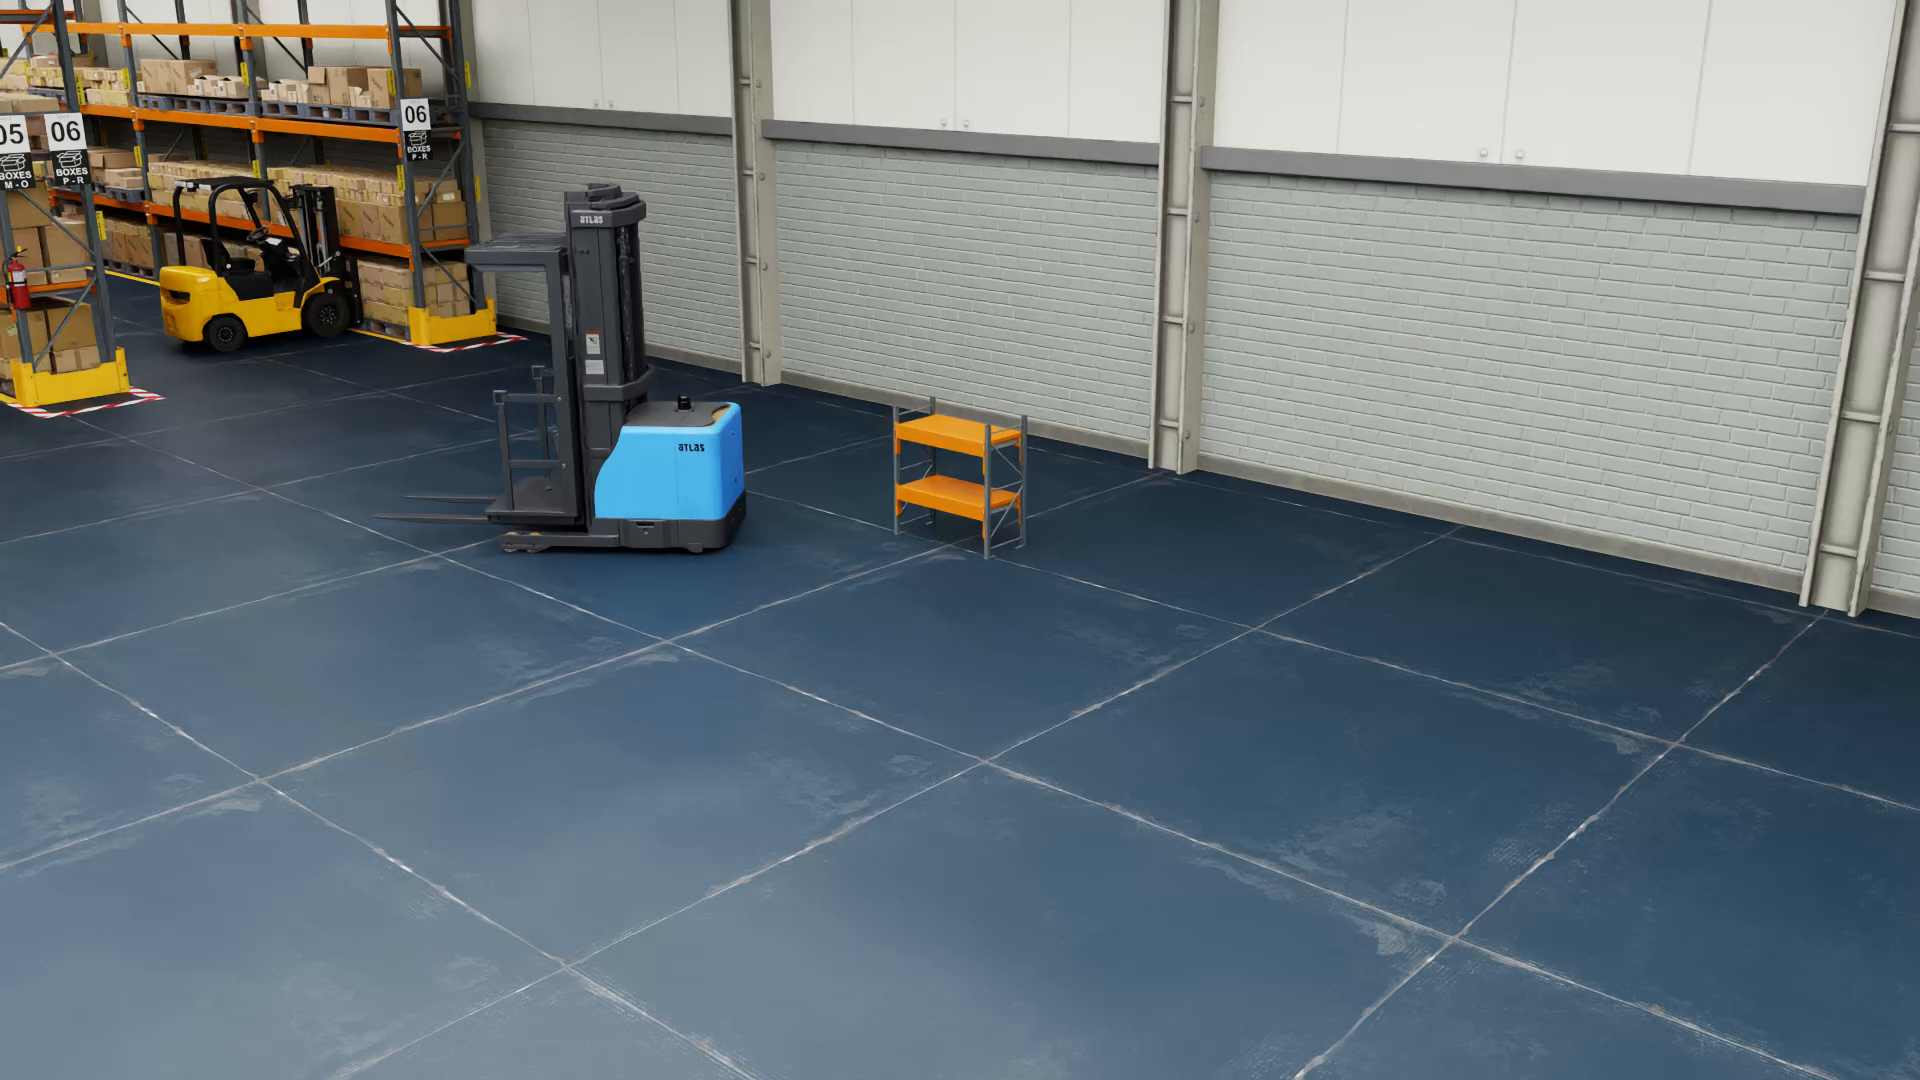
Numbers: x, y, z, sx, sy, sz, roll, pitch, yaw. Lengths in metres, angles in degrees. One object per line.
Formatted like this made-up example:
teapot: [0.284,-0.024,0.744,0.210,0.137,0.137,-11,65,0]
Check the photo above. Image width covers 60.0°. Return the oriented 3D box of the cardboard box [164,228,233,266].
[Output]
cardboard box: [-12.483,-4.749,27.349,0.625,0.625,0.875,16,24,41]

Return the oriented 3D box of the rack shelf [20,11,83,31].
rack shelf: [-17.428,-9.529,30.455,4.000,0.370,1.077,15,23,39]

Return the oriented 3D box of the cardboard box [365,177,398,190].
cardboard box: [-7.920,-4.881,22.805,0.250,0.149,0.380,15,23,40]

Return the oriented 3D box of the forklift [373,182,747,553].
forklift: [-3.409,-1.449,13.833,3.031,2.935,1.130,1,18,4]

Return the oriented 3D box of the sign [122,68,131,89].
sign: [-13.302,-7.363,26.540,0.005,0.325,0.100,15,23,39]

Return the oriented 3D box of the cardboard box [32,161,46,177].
cardboard box: [-16.475,-6.730,30.114,0.500,0.250,0.500,16,23,41]

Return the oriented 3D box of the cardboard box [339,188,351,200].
cardboard box: [-8.378,-4.818,23.097,0.250,0.149,0.380,15,23,40]

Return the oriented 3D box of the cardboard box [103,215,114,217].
cardboard box: [-15.006,-5.600,29.165,0.250,0.149,0.380,15,23,39]

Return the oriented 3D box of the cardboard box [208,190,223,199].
cardboard box: [-11.253,-5.419,25.650,0.500,0.250,0.500,16,23,40]

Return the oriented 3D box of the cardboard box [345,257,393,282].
cardboard box: [-8.278,-3.791,23.297,0.500,0.250,0.500,15,23,40]

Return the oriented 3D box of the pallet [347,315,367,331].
pallet: [-8.465,-3.263,24.044,1.213,0.211,1.003,15,23,39]

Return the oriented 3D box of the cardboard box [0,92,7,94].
cardboard box: [-11.635,-5.268,19.892,0.250,0.149,0.380,15,23,40]

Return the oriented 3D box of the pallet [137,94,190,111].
pallet: [-12.373,-7.033,26.667,1.003,0.211,1.213,16,24,42]

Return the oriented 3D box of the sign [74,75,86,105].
sign: [-9.888,-5.048,18.656,0.005,0.325,0.100,15,23,39]

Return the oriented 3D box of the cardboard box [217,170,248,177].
cardboard box: [-11.143,-5.580,25.496,0.250,0.149,0.380,14,23,38]

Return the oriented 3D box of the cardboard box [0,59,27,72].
cardboard box: [-17.228,-8.601,30.226,0.500,0.250,0.500,16,23,40]

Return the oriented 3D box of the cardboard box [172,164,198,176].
cardboard box: [-12.284,-5.887,26.464,0.250,0.149,0.380,15,23,40]

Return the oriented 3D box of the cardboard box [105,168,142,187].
cardboard box: [-13.944,-6.076,27.853,0.500,0.250,0.500,14,22,37]

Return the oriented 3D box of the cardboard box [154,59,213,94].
cardboard box: [-12.116,-7.255,26.030,0.500,0.500,0.700,14,23,38]

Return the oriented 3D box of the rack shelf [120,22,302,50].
rack shelf: [-11.444,-7.734,25.454,4.000,0.370,1.077,15,23,39]

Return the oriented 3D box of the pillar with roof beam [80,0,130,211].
pillar with roof beam: [-18.712,-8.842,27.095,0.400,9.000,9.100,15,23,39]

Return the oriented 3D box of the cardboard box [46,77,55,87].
cardboard box: [-15.415,-7.862,28.521,0.250,0.149,0.380,15,23,40]

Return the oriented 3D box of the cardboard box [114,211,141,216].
cardboard box: [-14.868,-5.778,29.724,0.250,0.149,0.380,14,22,37]

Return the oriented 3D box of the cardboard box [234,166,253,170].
cardboard box: [-11.178,-5.799,26.187,0.250,0.149,0.380,15,23,40]

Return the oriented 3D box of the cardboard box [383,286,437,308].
cardboard box: [-7.528,-3.358,22.758,0.500,0.250,0.500,15,23,39]

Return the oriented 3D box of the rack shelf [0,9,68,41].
rack shelf: [-11.744,-5.996,19.322,4.000,0.370,1.077,15,23,39]

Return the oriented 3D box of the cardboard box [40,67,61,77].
cardboard box: [-15.591,-8.055,28.638,0.250,0.149,0.380,14,23,38]

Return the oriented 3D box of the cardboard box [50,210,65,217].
cardboard box: [-17.139,-5.891,31.154,0.500,0.500,0.700,14,22,37]

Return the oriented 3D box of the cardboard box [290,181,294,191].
cardboard box: [-9.476,-5.142,24.117,0.250,0.149,0.380,15,23,39]

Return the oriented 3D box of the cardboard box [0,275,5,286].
cardboard box: [-10.933,-3.012,19.059,0.250,0.149,0.380,15,23,39]

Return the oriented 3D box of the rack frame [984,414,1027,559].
rack frame: [0.375,-0.435,13.624,0.032,1.125,0.500,15,23,39]

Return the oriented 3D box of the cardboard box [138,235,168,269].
cardboard box: [-13.399,-4.854,27.886,0.500,0.500,0.500,16,24,41]

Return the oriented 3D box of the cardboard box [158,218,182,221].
cardboard box: [-13.685,-5.469,28.752,0.250,0.149,0.380,14,22,37]

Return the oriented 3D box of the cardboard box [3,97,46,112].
cardboard box: [-10.578,-4.934,18.837,0.250,0.149,0.380,15,23,39]

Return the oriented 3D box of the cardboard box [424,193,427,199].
cardboard box: [-7.265,-4.722,22.793,0.250,0.149,0.380,15,23,39]

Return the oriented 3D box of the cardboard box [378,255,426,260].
cardboard box: [-7.933,-3.911,23.674,0.500,0.250,0.500,15,23,39]

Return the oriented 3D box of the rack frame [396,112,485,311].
rack frame: [-6.957,-4.203,22.396,0.127,3.000,1.000,15,23,39]

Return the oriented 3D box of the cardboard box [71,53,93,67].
cardboard box: [-15.438,-8.418,29.098,0.258,0.266,0.396,15,23,39]

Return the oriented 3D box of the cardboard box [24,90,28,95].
cardboard box: [-16.397,-7.928,29.589,0.250,0.149,0.380,15,23,39]

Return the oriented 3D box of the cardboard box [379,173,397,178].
cardboard box: [-7.966,-5.103,23.502,0.250,0.149,0.380,14,23,38]

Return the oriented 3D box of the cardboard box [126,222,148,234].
cardboard box: [-13.870,-5.280,28.155,0.250,0.149,0.380,14,22,37]

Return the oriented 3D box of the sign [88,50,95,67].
sign: [-15.566,-8.603,29.795,0.005,0.325,0.100,15,23,39]

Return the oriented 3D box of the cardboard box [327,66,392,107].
cardboard box: [-8.149,-6.190,22.674,0.500,0.500,0.700,15,23,40]

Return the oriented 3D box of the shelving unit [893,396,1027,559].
shelving unit: [-0.005,-0.538,13.946,1.048,1.125,0.538,15,23,39]

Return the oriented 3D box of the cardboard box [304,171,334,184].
cardboard box: [-9.118,-5.171,23.718,0.250,0.149,0.380,15,23,38]

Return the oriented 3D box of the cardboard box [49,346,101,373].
cardboard box: [-10.668,-2.193,19.915,0.500,0.250,0.500,15,23,39]

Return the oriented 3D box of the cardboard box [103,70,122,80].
cardboard box: [-13.915,-7.681,27.493,0.250,0.149,0.380,15,23,38]

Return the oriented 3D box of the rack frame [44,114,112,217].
rack frame: [-15.932,-6.612,29.988,0.127,3.000,1.000,15,23,39]

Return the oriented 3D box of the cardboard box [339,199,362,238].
cardboard box: [-8.264,-4.499,23.164,0.500,0.500,0.500,14,23,38]

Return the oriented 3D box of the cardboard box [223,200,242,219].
cardboard box: [-10.879,-5.076,25.396,0.500,0.250,0.500,15,23,39]

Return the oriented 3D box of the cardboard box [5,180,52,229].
cardboard box: [-10.776,-3.798,18.811,0.500,0.500,0.700,14,23,38]

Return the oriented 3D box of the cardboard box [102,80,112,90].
cardboard box: [-13.940,-7.529,27.507,0.250,0.149,0.380,15,23,39]

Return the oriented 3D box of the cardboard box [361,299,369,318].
cardboard box: [-8.252,-3.320,23.465,0.500,0.250,0.500,15,23,40]

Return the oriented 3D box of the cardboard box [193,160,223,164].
cardboard box: [-12.293,-6.119,27.197,0.250,0.149,0.380,16,23,41]

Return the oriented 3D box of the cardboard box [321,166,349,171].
cardboard box: [-9.142,-5.399,24.436,0.250,0.149,0.380,15,23,39]
